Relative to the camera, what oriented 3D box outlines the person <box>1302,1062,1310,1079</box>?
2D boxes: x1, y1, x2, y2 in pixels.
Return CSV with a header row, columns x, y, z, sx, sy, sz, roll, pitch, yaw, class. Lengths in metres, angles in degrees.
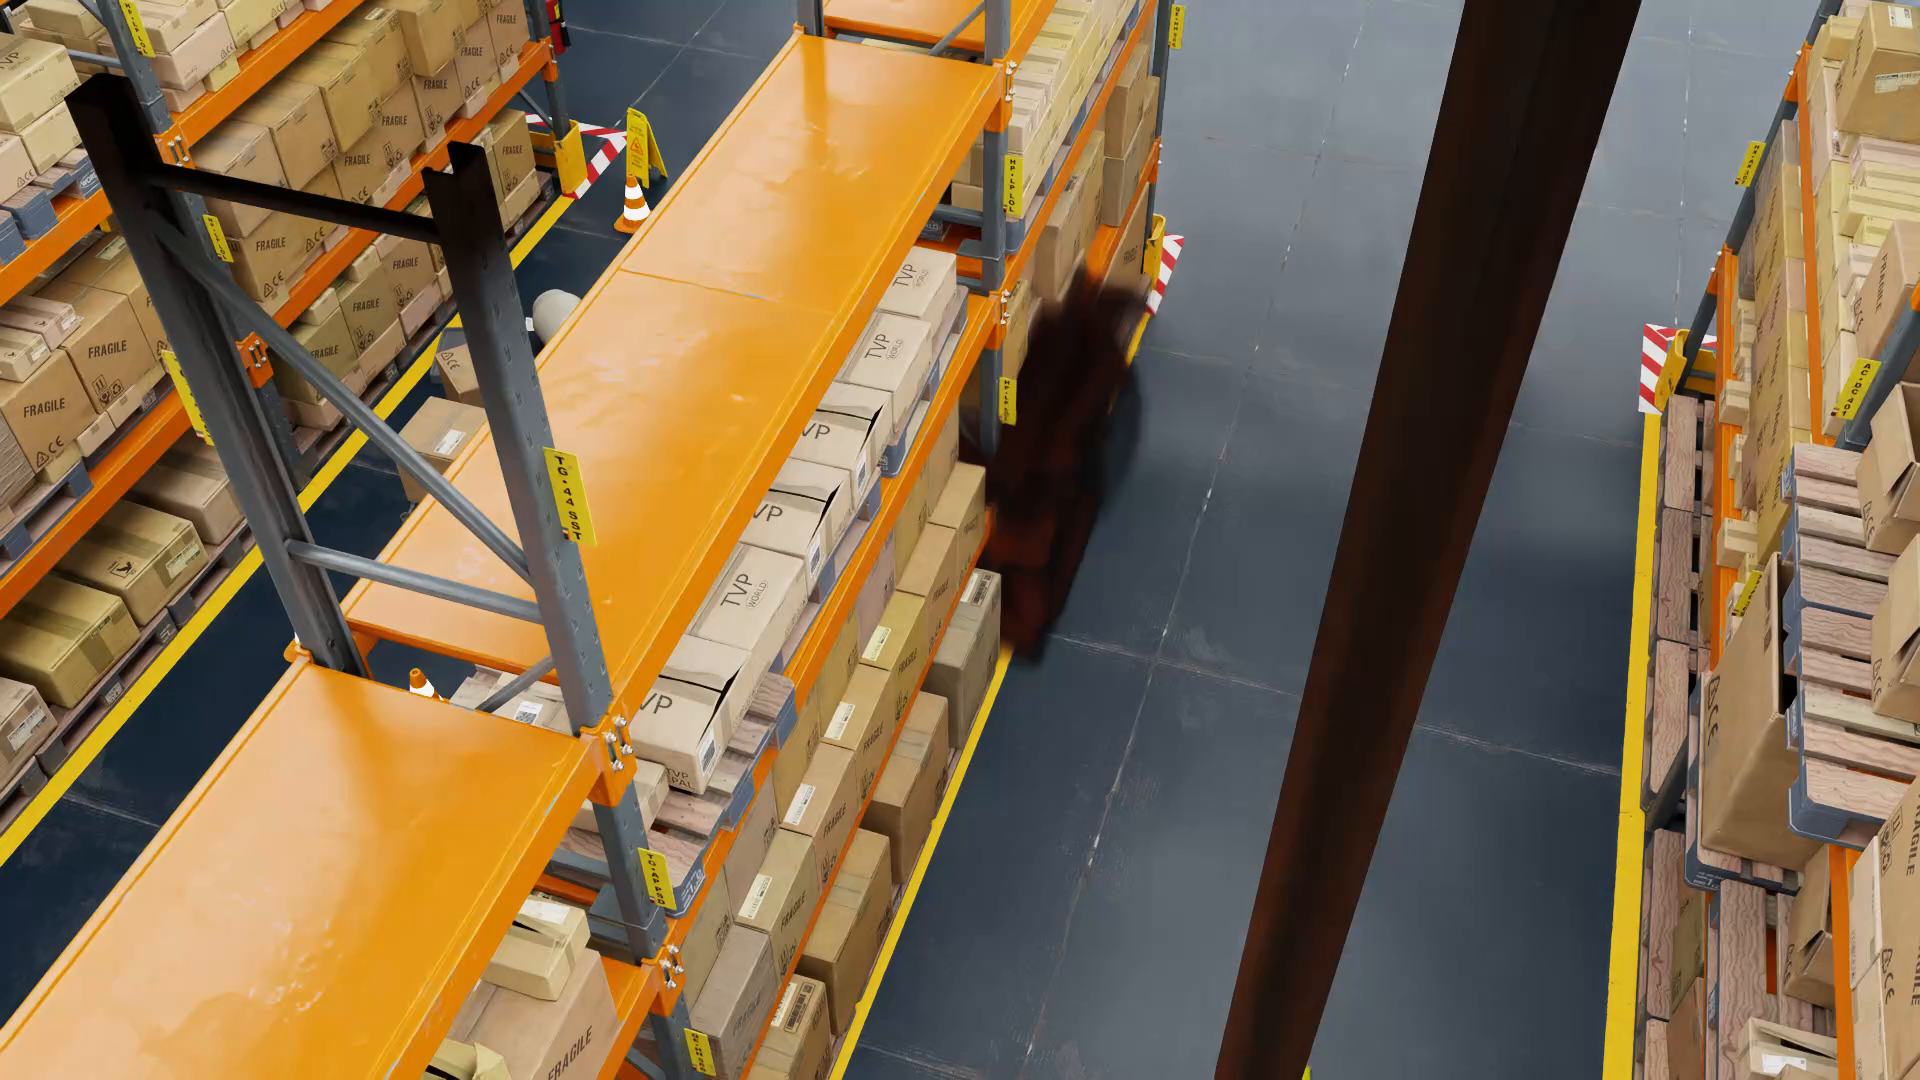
x,y,z,sx,sy,sz,roll,pitch,yaw,class
1.351,2.725,7.238,0.567,1.676,1.029,7,46,7,person
